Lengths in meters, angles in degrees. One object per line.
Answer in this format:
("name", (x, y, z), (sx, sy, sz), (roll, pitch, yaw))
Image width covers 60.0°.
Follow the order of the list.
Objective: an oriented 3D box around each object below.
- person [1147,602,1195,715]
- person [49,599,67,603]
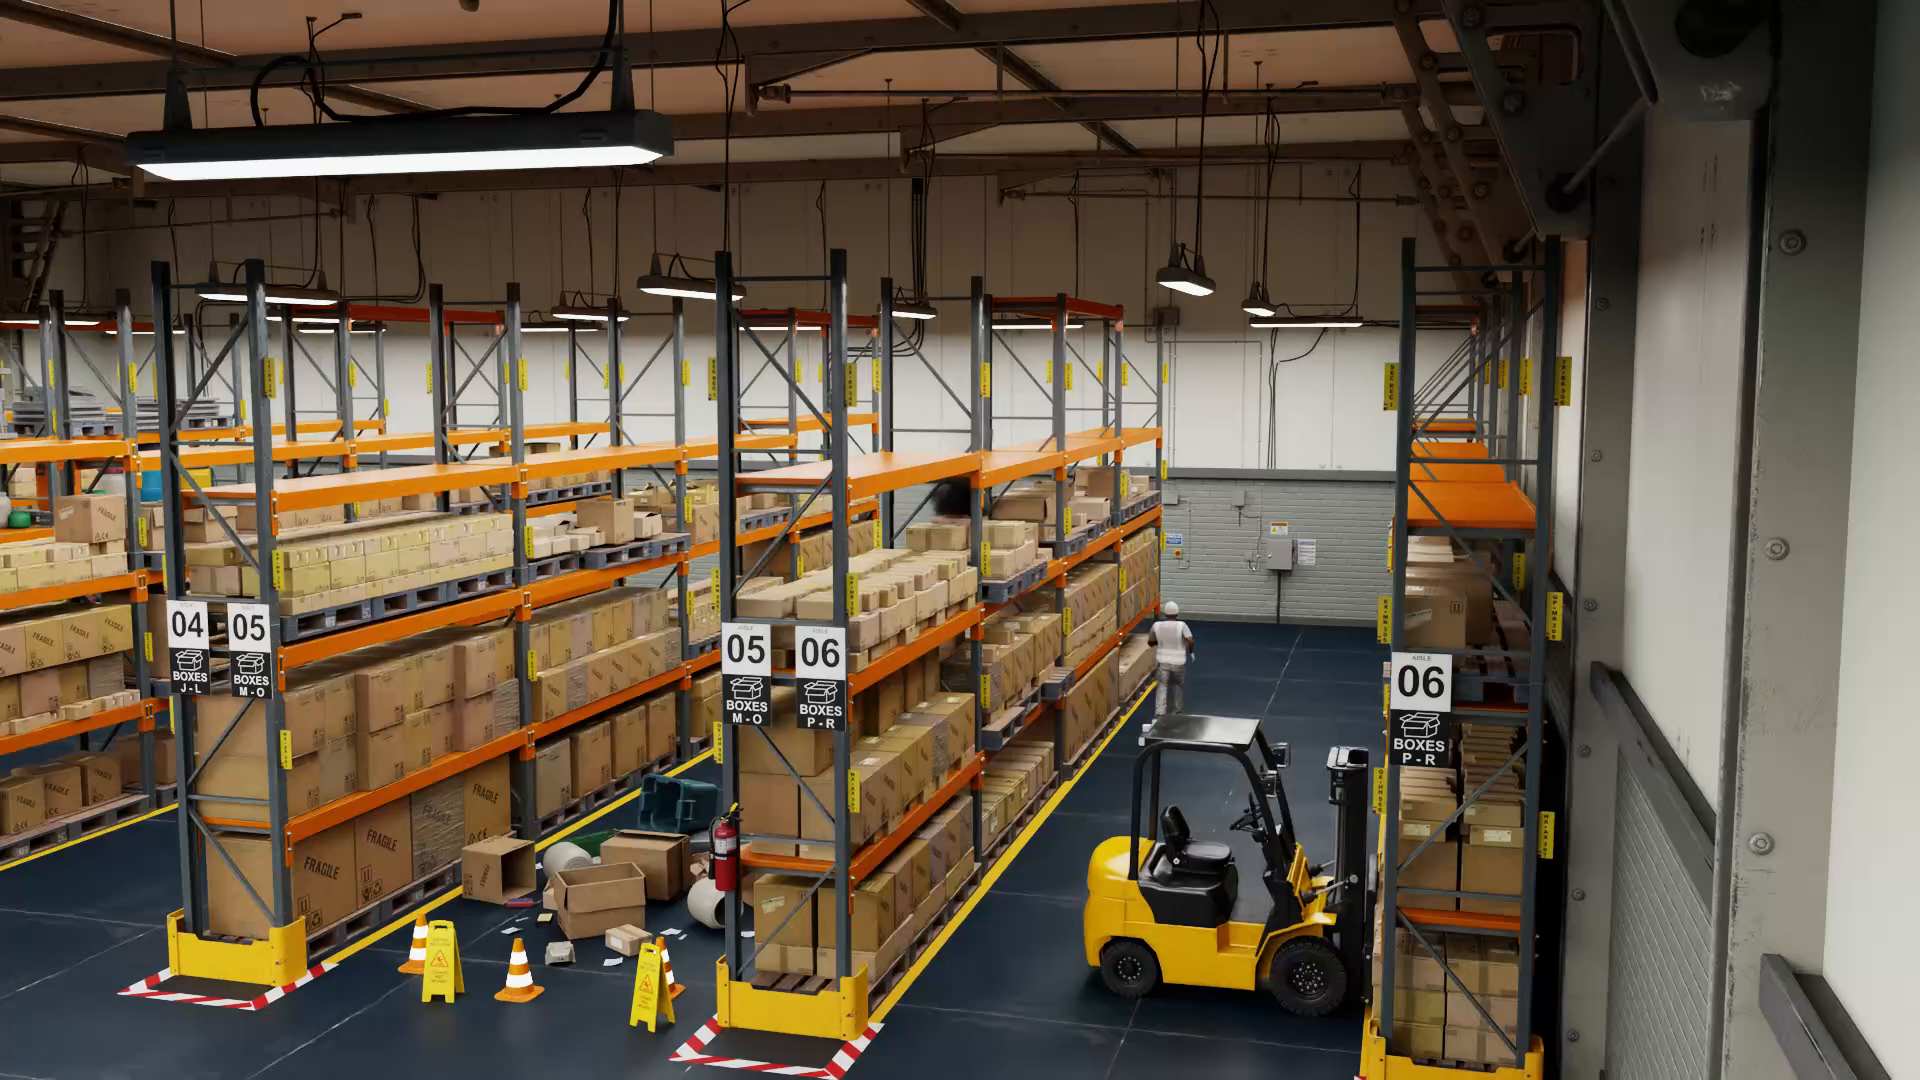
("person", (3.002, 1.748, 23.682), (0.687, 1.766, 1.002), (1, 6, 12))
("person", (-14.636, 1.471, 26.919), (0.659, 1.730, 0.720), (2, 6, 21))
